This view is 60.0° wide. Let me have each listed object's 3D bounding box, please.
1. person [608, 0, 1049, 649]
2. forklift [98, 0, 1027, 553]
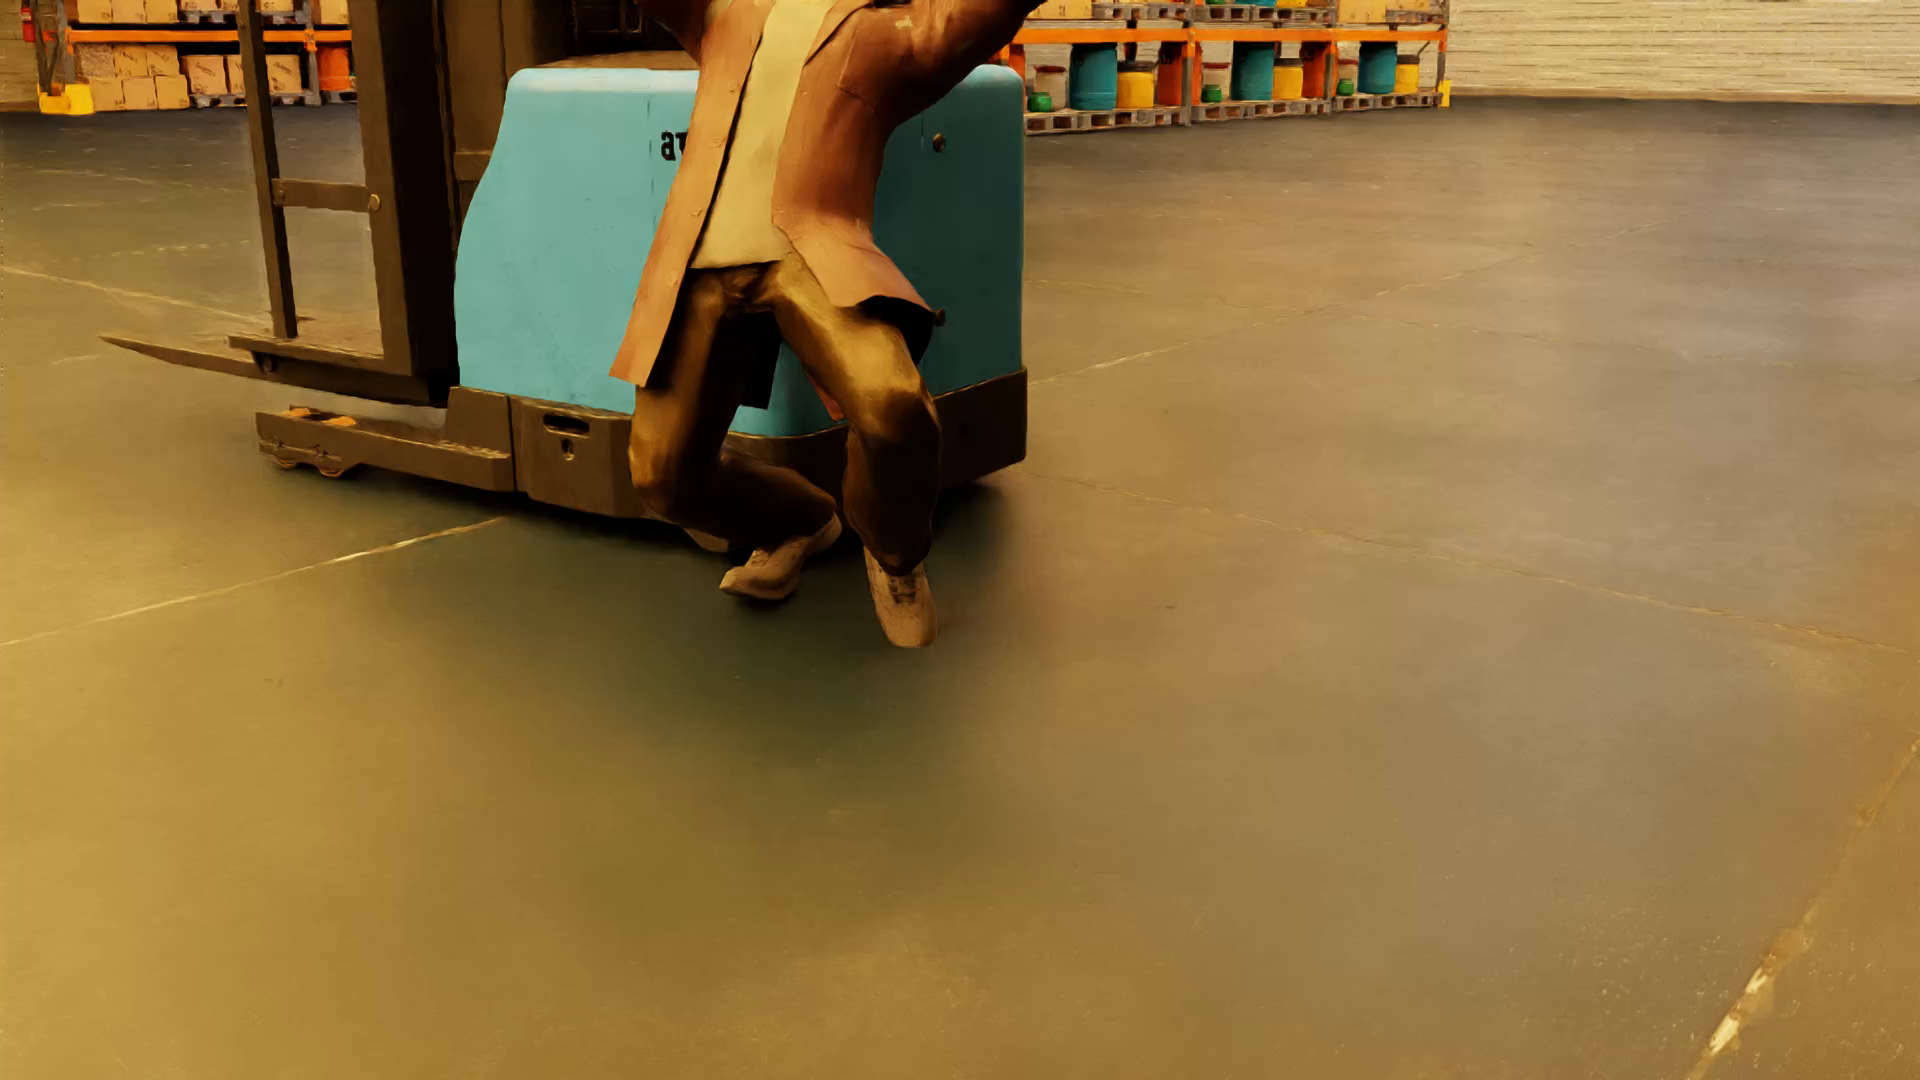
[{"bbox_3d":[-0.170,-0.632,3.153,1.104,1.727,0.805,4,17,13],"label":"person"},{"bbox_3d":[-1.332,-1.684,4.443,3.031,2.935,1.130,11,20,32],"label":"forklift"}]
